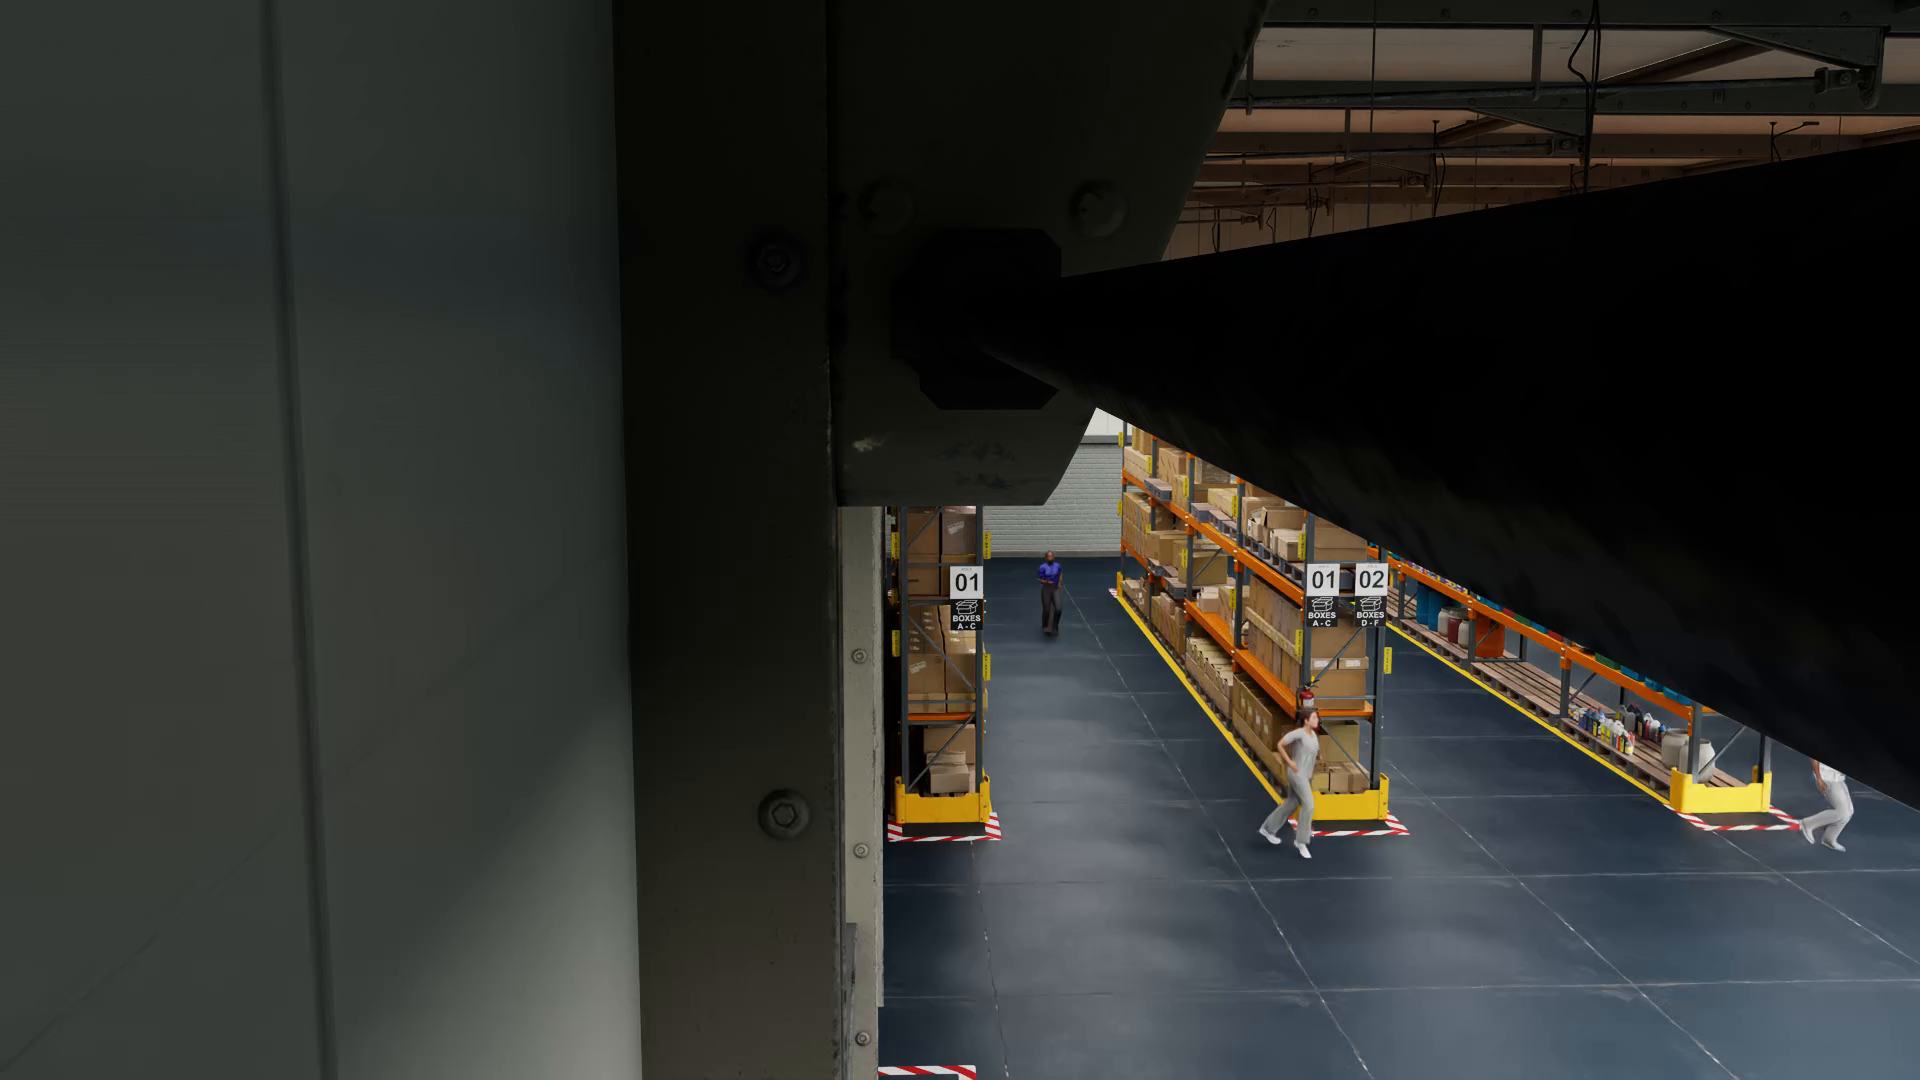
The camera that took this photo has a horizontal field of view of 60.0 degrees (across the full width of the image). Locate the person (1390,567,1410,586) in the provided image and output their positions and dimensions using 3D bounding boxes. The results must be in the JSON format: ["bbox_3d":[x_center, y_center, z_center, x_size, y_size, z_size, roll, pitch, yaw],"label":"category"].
[{"bbox_3d":[9.860,0.289,37.675,0.681,1.573,0.615,3,9,21],"label":"person"}]

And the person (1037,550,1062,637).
[{"bbox_3d":[1.748,1.044,32.000,0.550,1.679,0.717,-2,8,-12],"label":"person"}]

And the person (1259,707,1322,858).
[{"bbox_3d":[3.921,2.801,19.529,0.721,1.709,0.623,5,10,34],"label":"person"}]

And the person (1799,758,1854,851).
[{"bbox_3d":[10.203,2.818,19.474,0.506,1.665,0.707,7,11,42],"label":"person"}]
